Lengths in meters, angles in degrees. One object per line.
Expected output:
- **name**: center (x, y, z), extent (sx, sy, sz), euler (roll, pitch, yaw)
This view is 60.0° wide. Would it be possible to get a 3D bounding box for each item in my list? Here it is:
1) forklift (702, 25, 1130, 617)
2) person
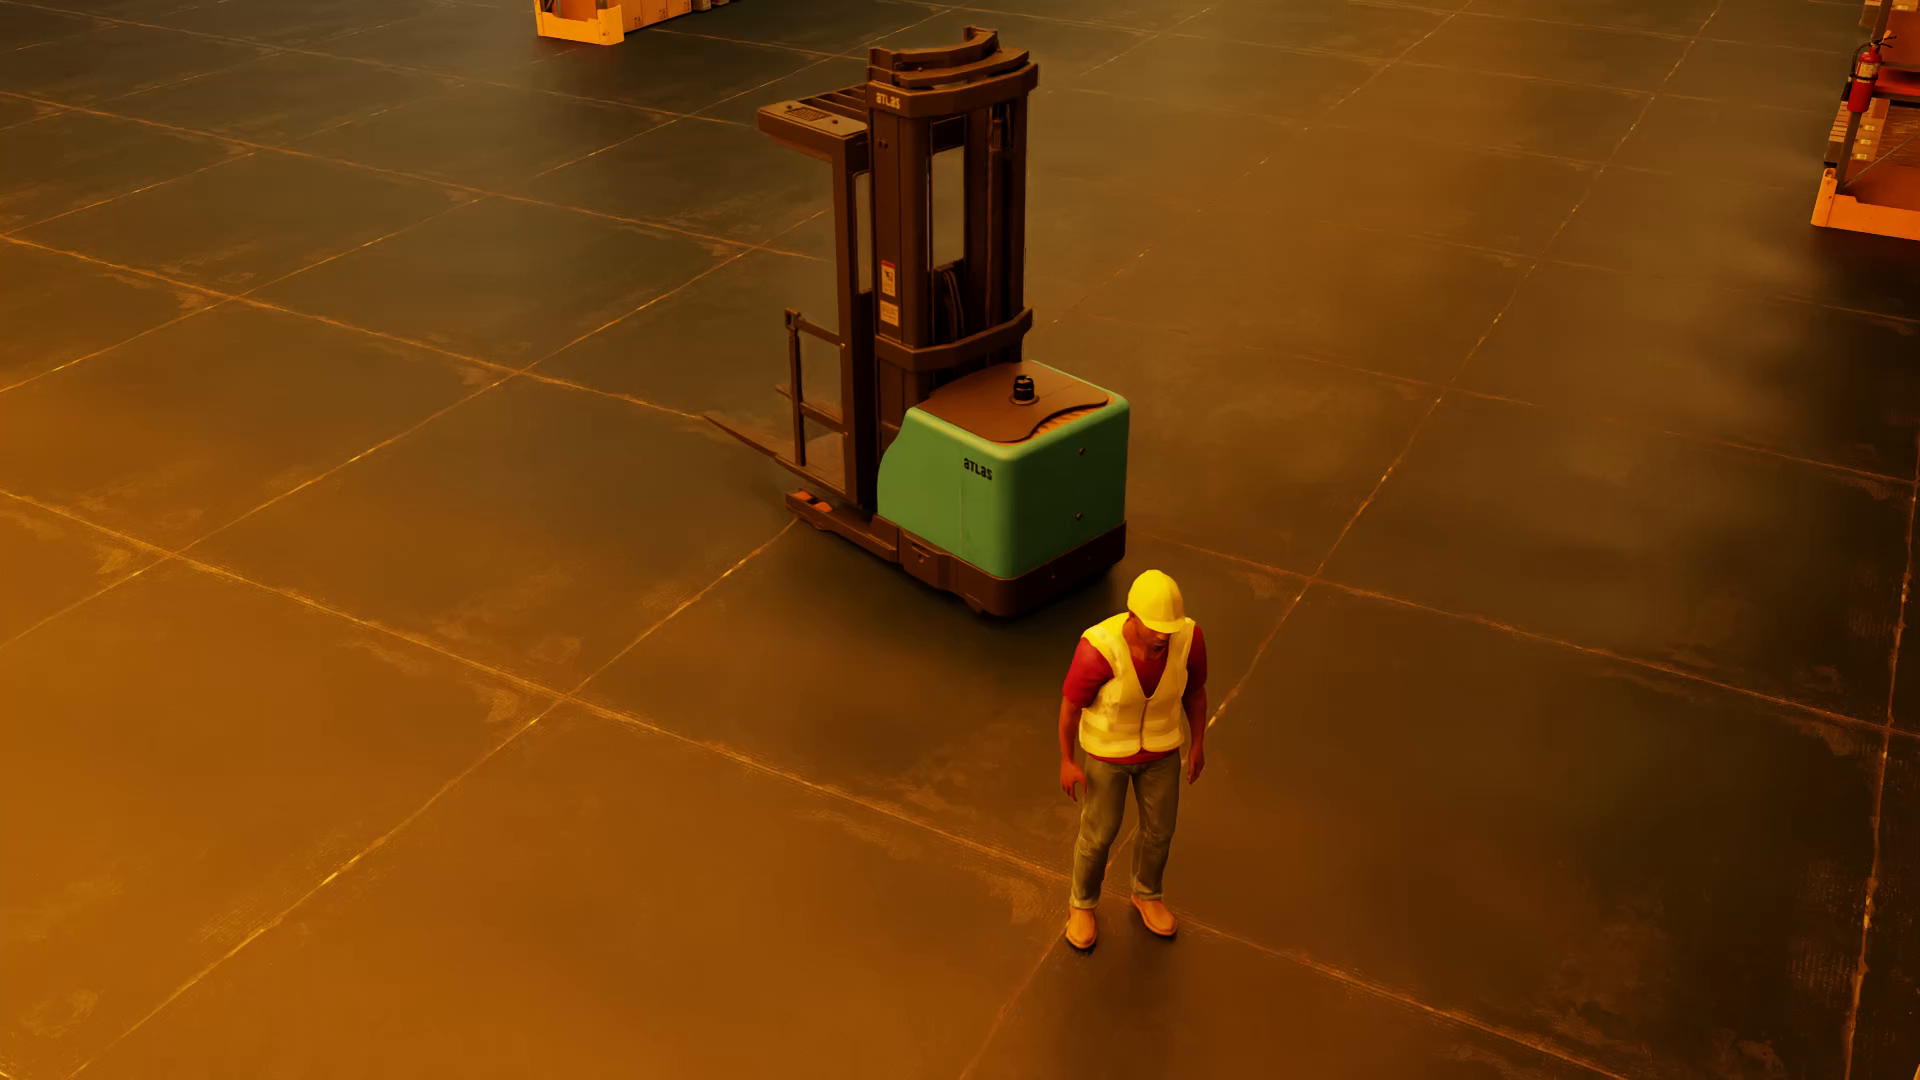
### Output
- **forklift**: center (-0.424, -1.489, 9.651), extent (1.130, 2.935, 3.031), euler (-26, 39, -37)
- **person**: center (0.708, 0.867, 6.746), extent (0.626, 1.759, 0.462), euler (-6, 31, -11)
